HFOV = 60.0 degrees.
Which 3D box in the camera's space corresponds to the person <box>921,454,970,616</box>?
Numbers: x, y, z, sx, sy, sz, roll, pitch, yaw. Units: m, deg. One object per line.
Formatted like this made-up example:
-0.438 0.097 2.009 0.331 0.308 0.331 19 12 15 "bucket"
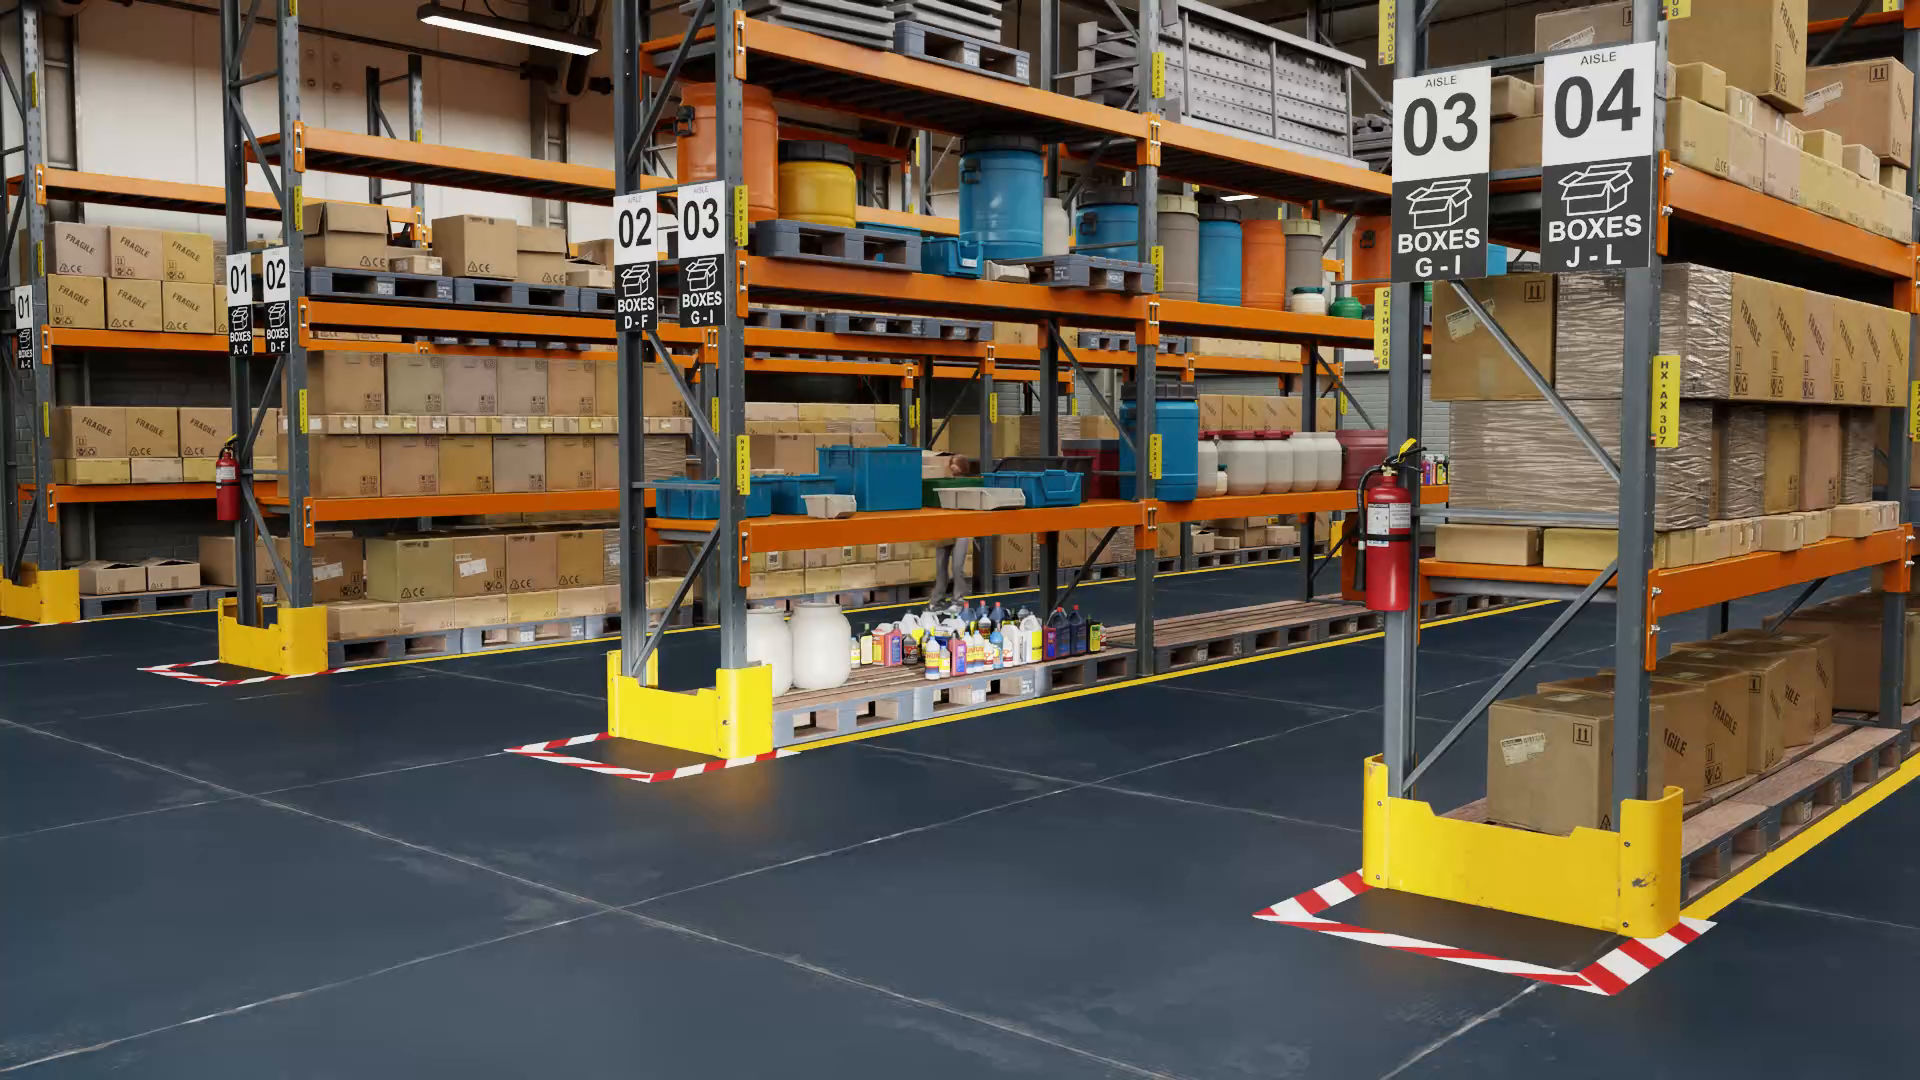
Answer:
-0.102 -0.053 16.477 0.456 1.600 0.444 3 5 41 "person"
